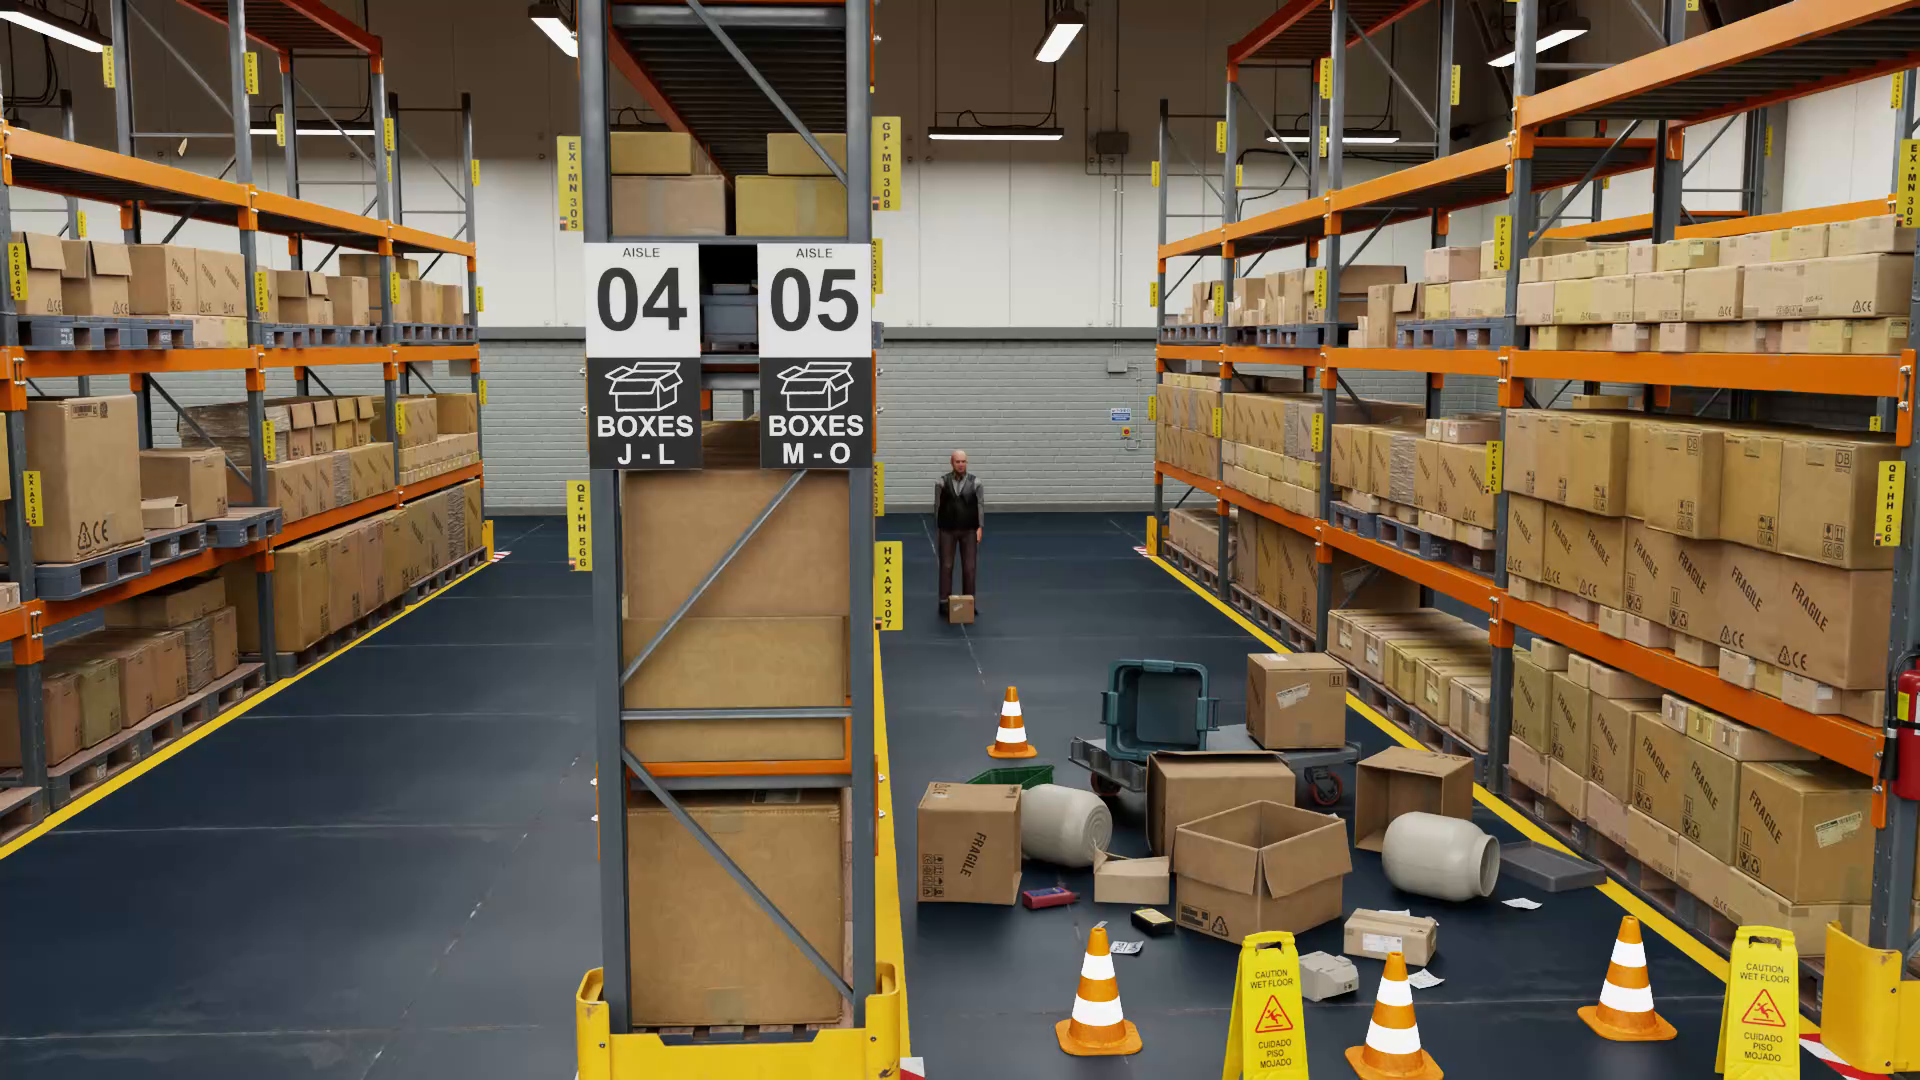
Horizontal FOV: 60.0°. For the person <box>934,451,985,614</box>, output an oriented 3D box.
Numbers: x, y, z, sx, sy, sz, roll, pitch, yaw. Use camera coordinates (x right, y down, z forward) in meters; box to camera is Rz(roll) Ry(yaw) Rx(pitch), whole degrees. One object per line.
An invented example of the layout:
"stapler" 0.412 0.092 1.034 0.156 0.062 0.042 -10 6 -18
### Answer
"person" -0.005 -0.080 17.519 0.532 1.721 0.355 0 7 -2
